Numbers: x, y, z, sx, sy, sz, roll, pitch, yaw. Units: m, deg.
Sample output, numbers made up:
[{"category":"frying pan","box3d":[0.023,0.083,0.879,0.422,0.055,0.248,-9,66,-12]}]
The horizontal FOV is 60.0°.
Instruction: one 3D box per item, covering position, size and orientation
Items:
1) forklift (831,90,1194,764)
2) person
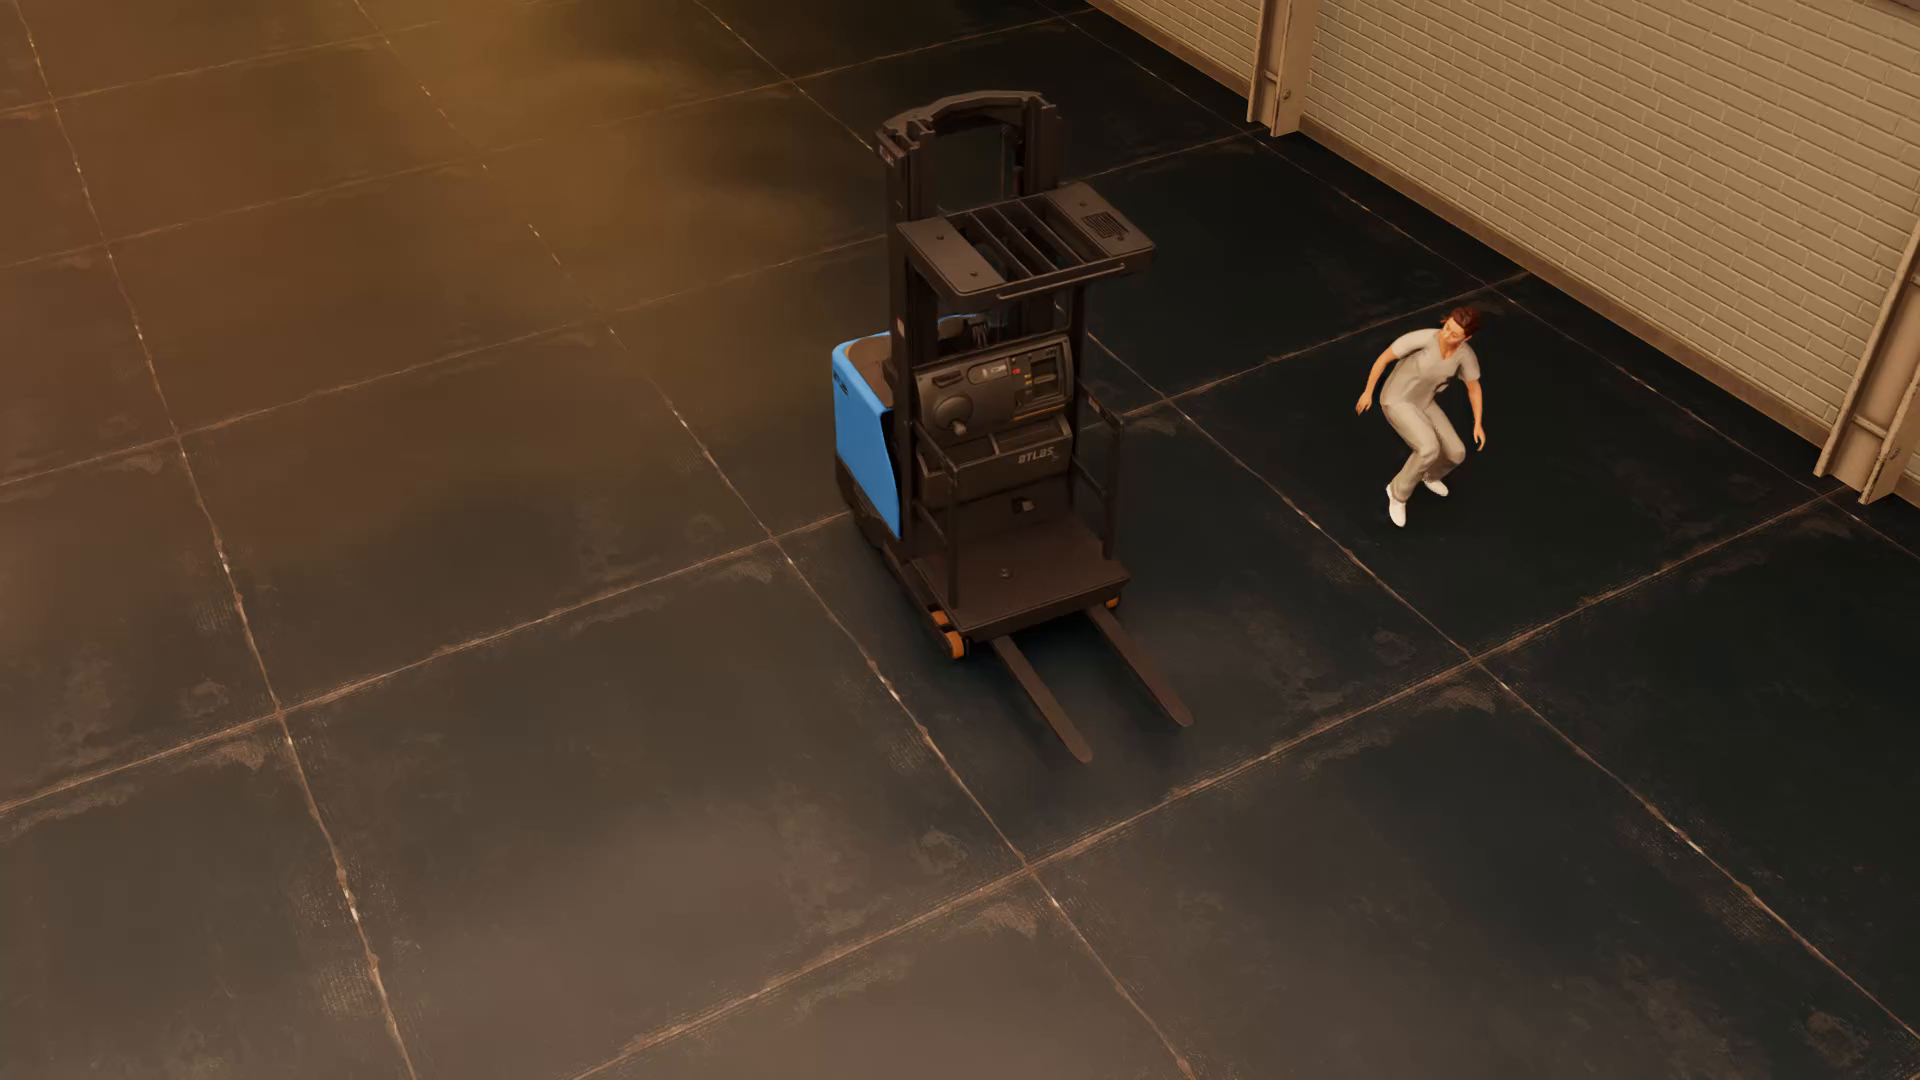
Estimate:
[{"category":"forklift","box3d":[0.290,-0.766,8.960,1.130,2.935,3.031,-17,43,-19]},{"category":"person","box3d":[2.855,-0.780,10.176,0.687,1.445,0.616,-16,42,-18]}]
